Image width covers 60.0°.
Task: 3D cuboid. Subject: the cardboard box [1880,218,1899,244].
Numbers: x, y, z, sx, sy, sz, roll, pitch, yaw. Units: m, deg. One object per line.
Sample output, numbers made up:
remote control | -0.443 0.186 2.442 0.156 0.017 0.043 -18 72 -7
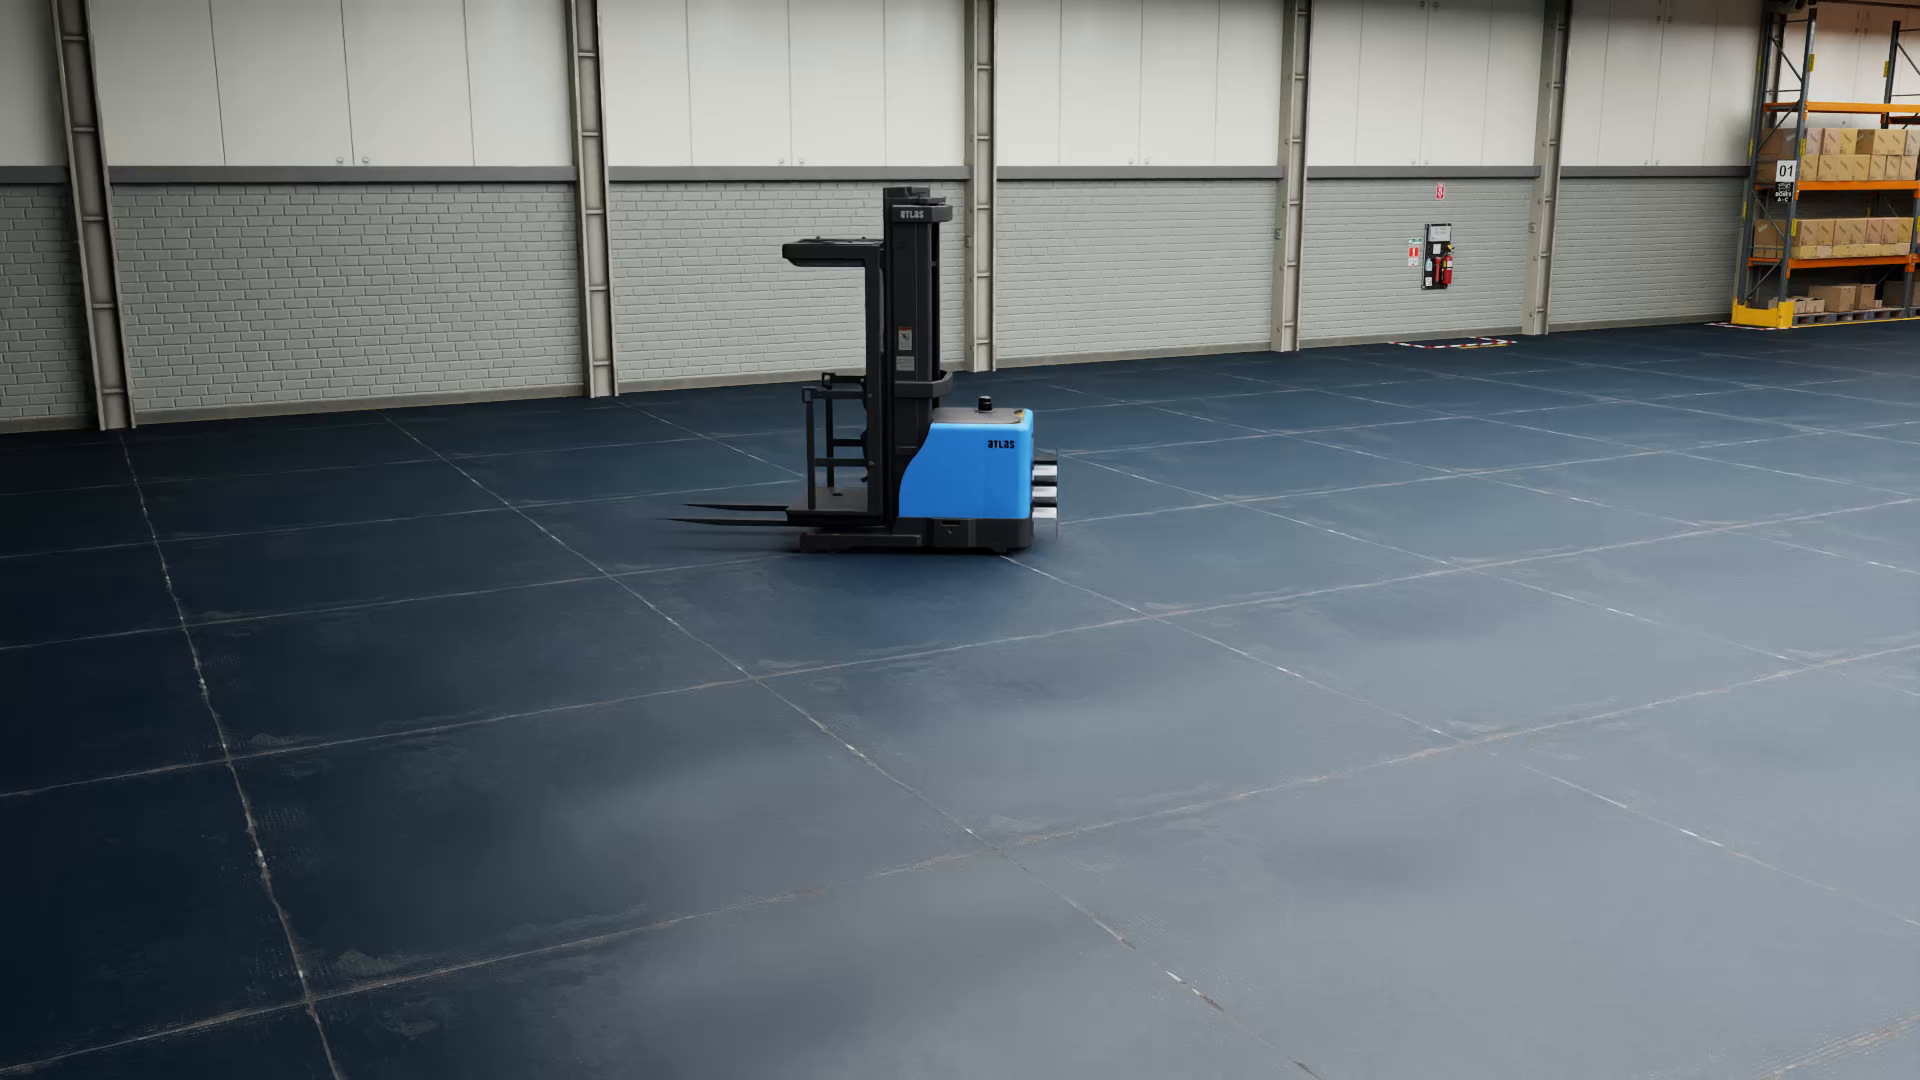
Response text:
cardboard box | 18.717 -6.306 33.884 0.500 0.500 0.500 -7 14 -28

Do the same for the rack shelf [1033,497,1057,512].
rack shelf | 0.714 -0.301 13.957 0.200 0.077 0.258 1 13 4

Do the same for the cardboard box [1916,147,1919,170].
cardboard box | 19.938 -7.925 34.477 0.500 0.500 0.500 -5 13 -20

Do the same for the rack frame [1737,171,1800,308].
rack frame | 15.909 -5.745 32.806 0.127 3.000 1.000 -7 14 -28

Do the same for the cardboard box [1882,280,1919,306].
cardboard box | 20.058 -5.242 35.260 0.500 0.500 0.700 -6 14 -26

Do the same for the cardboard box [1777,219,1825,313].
cardboard box | 16.760 -5.445 33.112 1.284 1.840 0.795 -6 14 -23

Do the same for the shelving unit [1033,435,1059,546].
shelving unit | 0.715 -0.421 13.930 0.208 0.900 0.258 1 13 4

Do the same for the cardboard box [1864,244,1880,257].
cardboard box | 18.274 -5.888 33.735 0.500 0.250 0.500 -7 14 -28

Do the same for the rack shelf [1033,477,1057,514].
rack shelf | 0.714 -0.372 13.941 0.190 0.281 0.221 1 13 4

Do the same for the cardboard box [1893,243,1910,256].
cardboard box | 19.149 -5.994 34.209 0.500 0.250 0.500 -7 14 -28

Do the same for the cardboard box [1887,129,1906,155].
cardboard box | 25.642 -5.667 26.837 7.127 2.151 19.182 -6 14 -25

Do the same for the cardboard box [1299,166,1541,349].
cardboard box | 17.589 -3.166 20.555 14.073 3.347 25.570 -7 14 -27

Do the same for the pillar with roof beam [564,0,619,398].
pillar with roof beam | -2.894 -5.558 18.310 0.400 9.000 9.100 -7 14 -28

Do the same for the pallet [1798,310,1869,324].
pallet | 17.775 -4.599 34.064 1.213 0.211 1.003 -7 14 -28

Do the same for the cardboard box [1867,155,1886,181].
cardboard box | 18.176 -7.471 33.369 0.500 0.500 0.500 -7 15 -30

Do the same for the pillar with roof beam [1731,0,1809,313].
pillar with roof beam | 18.171 -8.083 29.529 0.548 9.000 9.100 -7 14 -28

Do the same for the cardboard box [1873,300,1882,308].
cardboard box | 18.964 -4.936 34.663 0.250 0.166 0.380 -9 16 -35

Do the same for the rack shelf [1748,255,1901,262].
rack shelf | 17.664 -5.735 33.791 3.809 0.052 0.919 -7 14 -28

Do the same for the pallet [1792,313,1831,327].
pallet | 16.705 -4.472 33.497 1.213 0.211 1.003 -7 14 -28

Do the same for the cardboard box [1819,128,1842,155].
cardboard box | 16.828 -7.792 32.517 0.500 0.500 0.500 -7 14 -29

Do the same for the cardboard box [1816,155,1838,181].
cardboard box | 16.810 -7.304 32.626 0.500 0.500 0.500 -6 14 -24

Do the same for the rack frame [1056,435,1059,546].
rack frame | 0.815 -0.419 13.922 0.006 0.900 0.240 1 13 4

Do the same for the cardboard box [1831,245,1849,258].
cardboard box | 17.388 -5.782 33.265 0.500 0.250 0.500 -7 15 -29

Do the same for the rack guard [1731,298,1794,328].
rack guard | 15.975 -4.534 33.116 0.348 0.500 1.175 -7 14 -28

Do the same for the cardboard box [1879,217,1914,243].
cardboard box | 19.153 -6.359 34.122 0.500 0.500 0.500 -7 14 -28

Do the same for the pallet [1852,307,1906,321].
pallet | 18.847 -4.728 34.638 1.213 0.211 1.003 -7 14 -28

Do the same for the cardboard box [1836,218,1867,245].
cardboard box | 17.814 -6.200 33.414 0.500 0.500 0.500 -6 14 -26

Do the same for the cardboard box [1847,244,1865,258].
cardboard box | 17.833 -5.835 33.499 0.500 0.250 0.500 -7 14 -27

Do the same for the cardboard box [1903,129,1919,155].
cardboard box | 19.110 -8.071 33.757 0.550 0.500 0.550 -7 14 -27

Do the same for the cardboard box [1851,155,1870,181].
cardboard box | 17.724 -7.420 33.141 0.500 0.500 0.500 -6 14 -24

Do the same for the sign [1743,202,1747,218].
sign | 25.773 -5.995 26.807 11.725 1.973 20.841 -7 14 -28

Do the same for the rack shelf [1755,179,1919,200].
rack shelf | 17.664 -7.068 33.491 4.000 0.370 1.077 -7 14 -28

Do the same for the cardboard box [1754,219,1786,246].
cardboard box | 16.220 -6.138 33.140 0.500 0.500 0.500 -7 14 -28

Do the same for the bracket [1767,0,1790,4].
bracket | 15.914 -10.556 32.322 0.430 0.232 0.235 -7 14 -28

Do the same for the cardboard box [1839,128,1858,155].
cardboard box | 17.272 -7.848 32.766 0.500 0.500 0.500 -6 14 -26

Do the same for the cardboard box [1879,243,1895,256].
cardboard box | 18.708 -5.944 33.983 0.500 0.250 0.500 -7 14 -28

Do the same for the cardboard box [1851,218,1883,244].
cardboard box | 18.270 -6.255 33.658 0.500 0.500 0.500 -7 15 -29

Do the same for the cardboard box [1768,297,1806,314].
cardboard box | 16.559 -4.704 33.299 0.500 0.311 0.500 -9 15 -34

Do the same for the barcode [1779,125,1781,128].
barcode | 16.292 -8.209 33.050 0.075 0.075 0.001 -7 14 -28

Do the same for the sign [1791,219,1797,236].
sign | 16.169 -6.063 32.247 0.005 0.325 0.100 -7 14 -28

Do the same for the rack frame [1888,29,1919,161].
rack frame | 19.421 -9.092 34.014 0.053 2.616 0.949 -7 14 -28

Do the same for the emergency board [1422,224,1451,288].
emergency board | 8.627 -5.103 29.951 0.585 1.158 0.155 -7 14 -28

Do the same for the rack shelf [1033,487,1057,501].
rack shelf | 0.714 -0.388 13.937 0.200 0.077 0.258 1 13 4

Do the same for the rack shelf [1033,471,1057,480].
rack shelf | 0.714 -0.564 13.898 0.200 0.077 0.258 1 13 4

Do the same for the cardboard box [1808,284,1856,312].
cardboard box | 17.727 -4.923 33.845 0.500 0.500 0.700 -8 15 -31

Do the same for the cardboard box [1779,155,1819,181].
cardboard box | 16.322 -7.254 32.406 0.500 0.500 0.500 -6 14 -26

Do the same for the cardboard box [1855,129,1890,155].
cardboard box | 18.180 -7.954 33.239 0.500 0.500 0.500 -7 15 -30

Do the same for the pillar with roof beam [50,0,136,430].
pillar with roof beam | -8.161 -4.927 15.505 0.400 9.000 9.100 -7 14 -28

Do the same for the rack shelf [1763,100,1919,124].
rack shelf | 17.664 -8.530 33.162 4.000 0.370 1.077 -7 14 -28

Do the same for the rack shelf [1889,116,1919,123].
rack shelf | 21.175 -8.853 35.054 3.809 0.124 0.919 -7 14 -28

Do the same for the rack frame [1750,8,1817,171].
rack frame | 15.909 -8.672 32.147 0.127 3.000 1.000 -7 14 -28

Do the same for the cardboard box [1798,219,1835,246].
cardboard box | 16.910 -6.090 32.926 0.500 0.500 0.500 -7 14 -28

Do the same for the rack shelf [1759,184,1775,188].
rack shelf | 17.664 -7.138 33.475 3.687 0.071 0.831 -7 14 -28

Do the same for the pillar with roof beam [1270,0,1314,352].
pillar with roof beam | 7.638 -6.820 23.919 0.400 9.000 9.100 -7 14 -28
